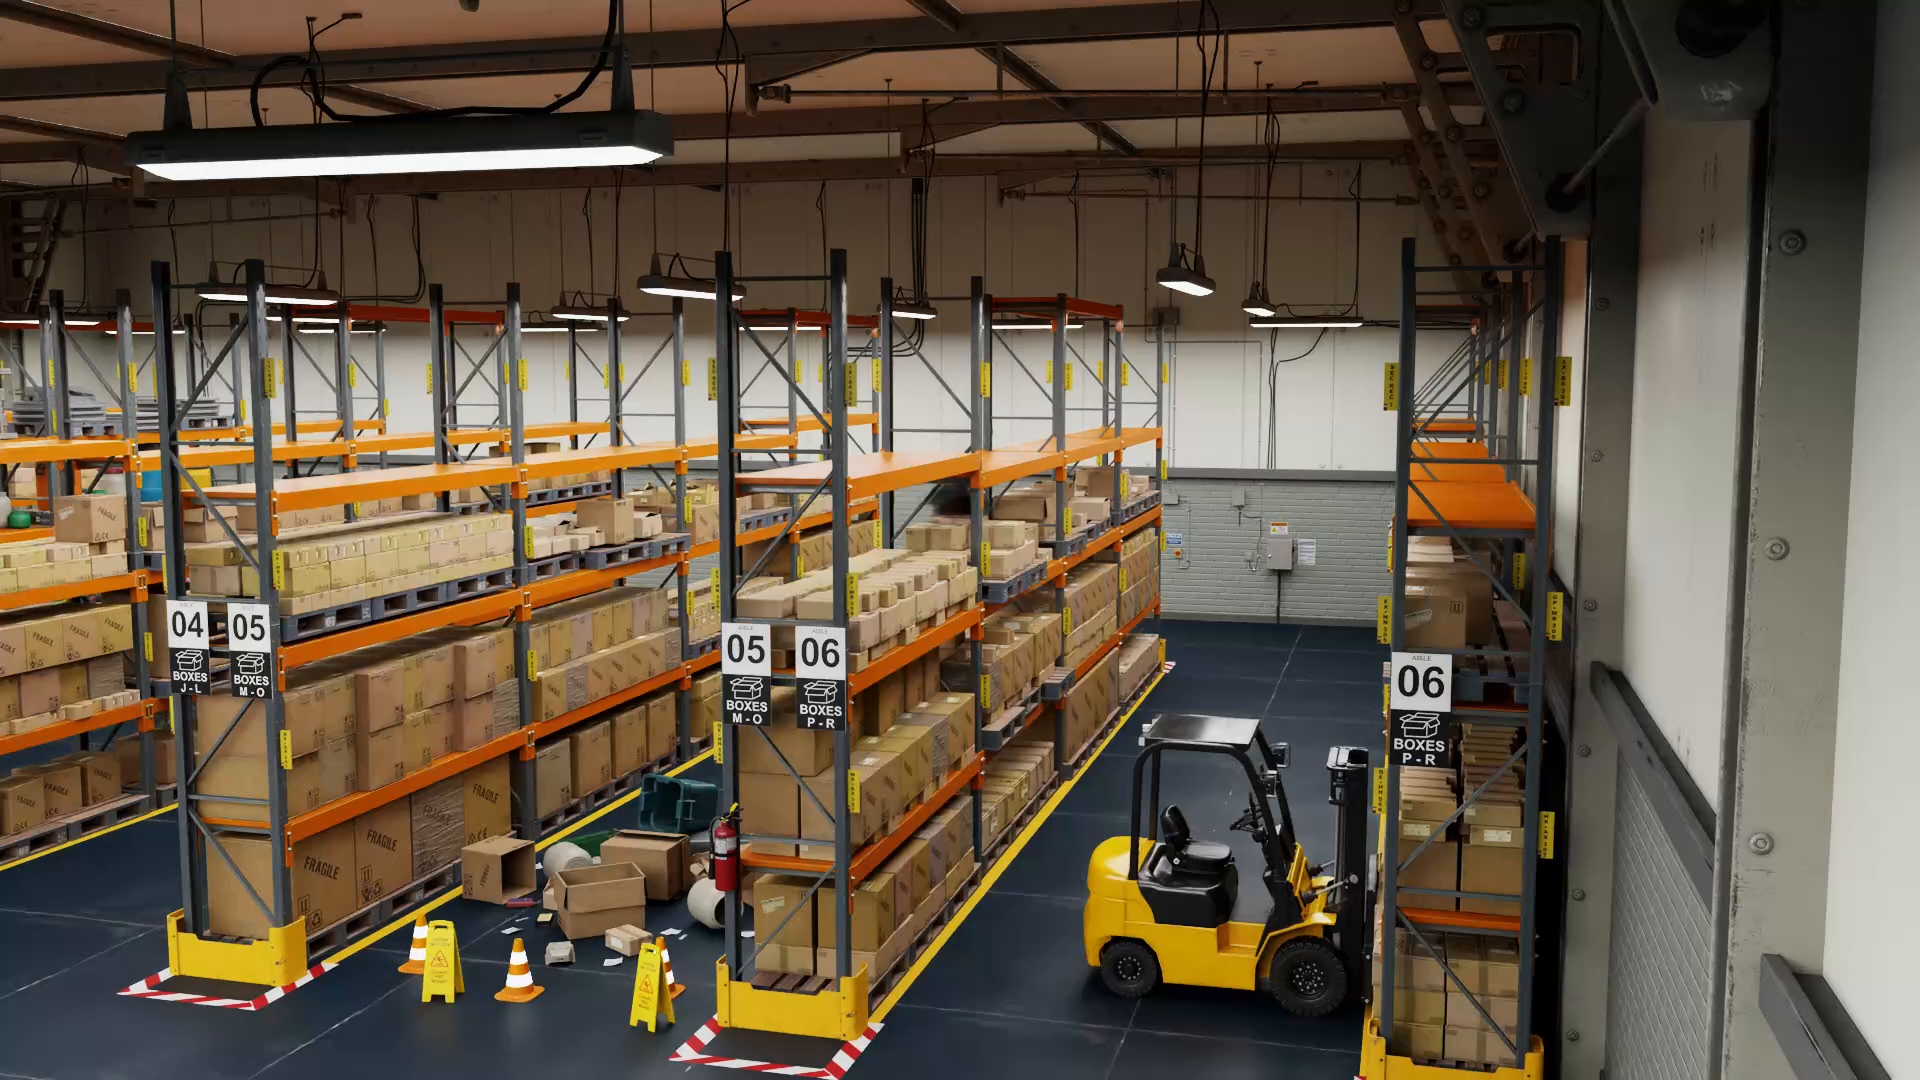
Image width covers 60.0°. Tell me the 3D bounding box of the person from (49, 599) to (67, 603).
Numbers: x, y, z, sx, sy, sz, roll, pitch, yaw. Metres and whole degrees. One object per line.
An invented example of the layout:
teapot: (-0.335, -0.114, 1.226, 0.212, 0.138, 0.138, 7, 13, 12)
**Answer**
person: (-15.275, 1.387, 27.972, 0.592, 1.695, 0.864, 0, 6, 0)

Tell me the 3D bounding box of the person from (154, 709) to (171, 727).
person: (-11.054, 1.875, 22.832, 0.681, 1.739, 0.573, 1, 6, 11)
